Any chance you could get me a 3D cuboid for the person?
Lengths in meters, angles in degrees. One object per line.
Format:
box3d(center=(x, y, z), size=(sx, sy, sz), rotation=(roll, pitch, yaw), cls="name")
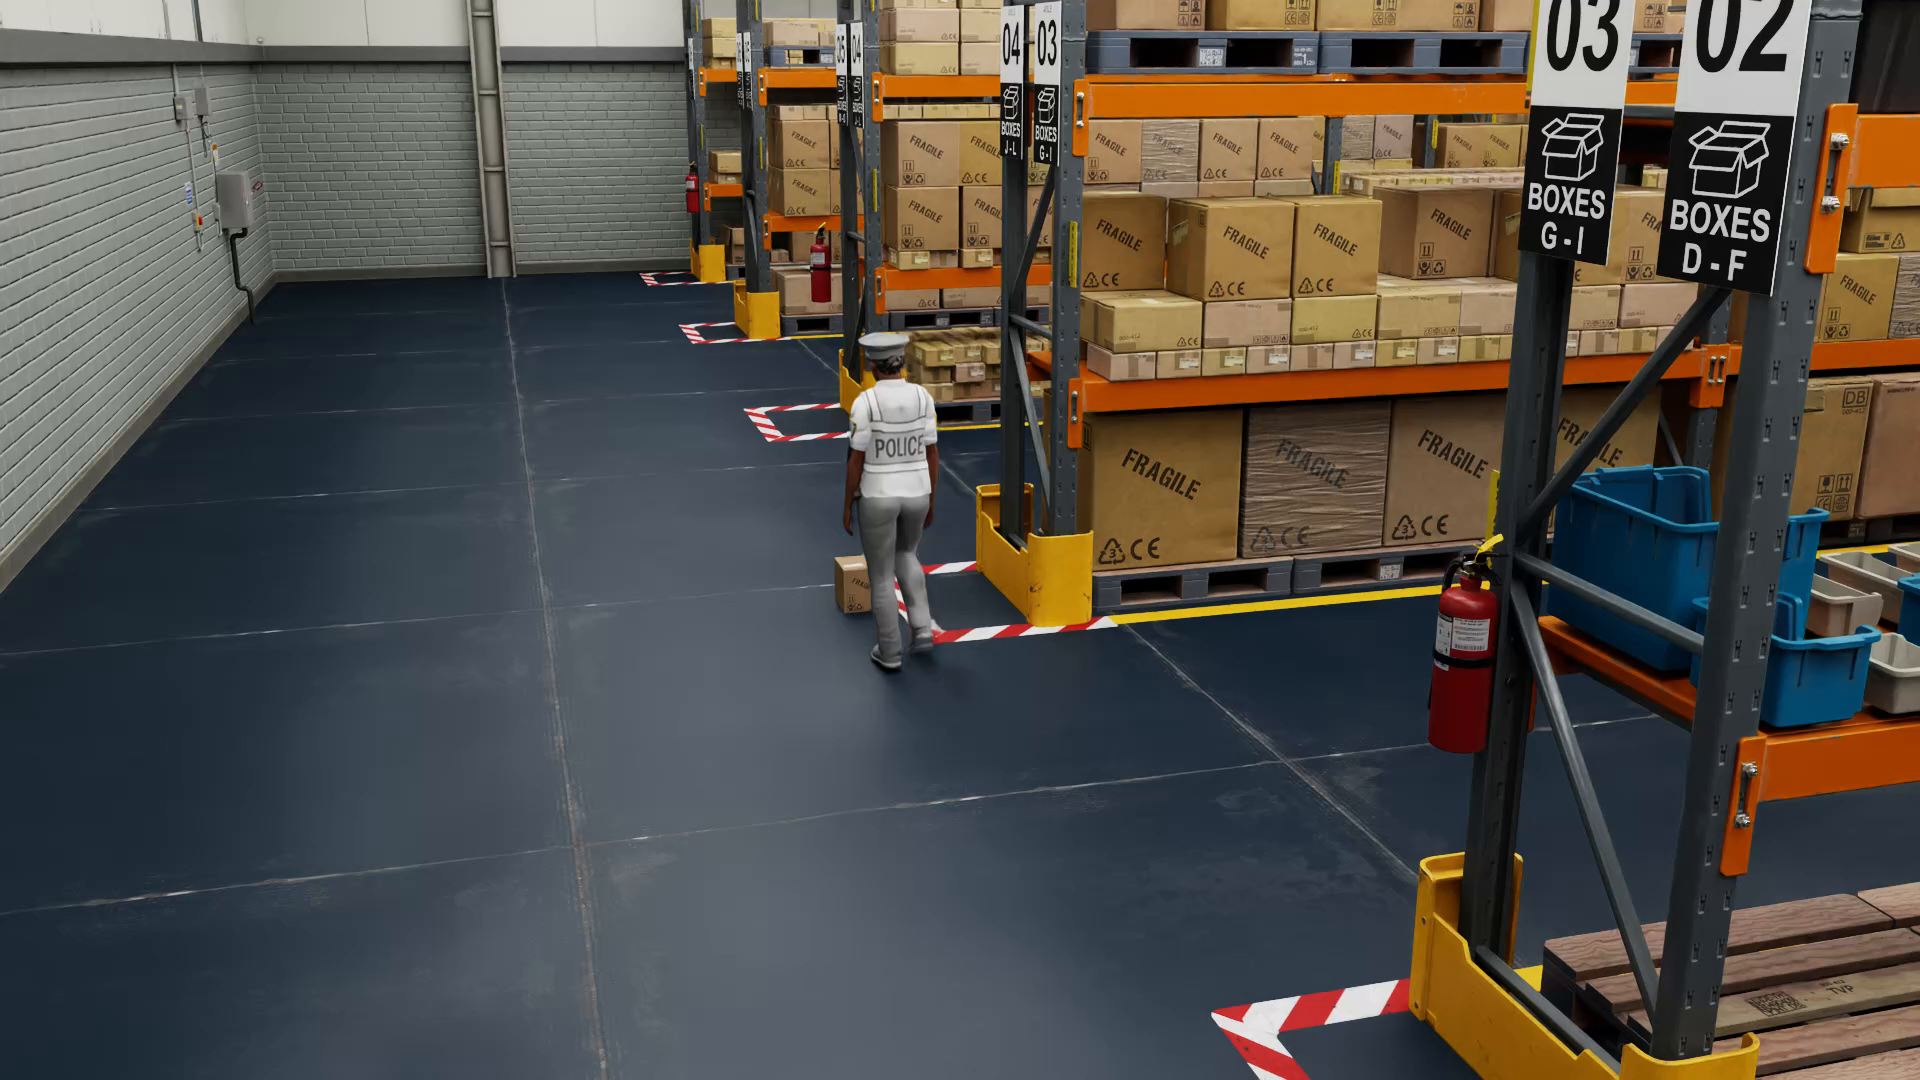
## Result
box3d(center=(-0.355, -0.183, 8.161), size=(0.473, 1.677, 0.430), rotation=(-8, 18, -25), cls="person")
